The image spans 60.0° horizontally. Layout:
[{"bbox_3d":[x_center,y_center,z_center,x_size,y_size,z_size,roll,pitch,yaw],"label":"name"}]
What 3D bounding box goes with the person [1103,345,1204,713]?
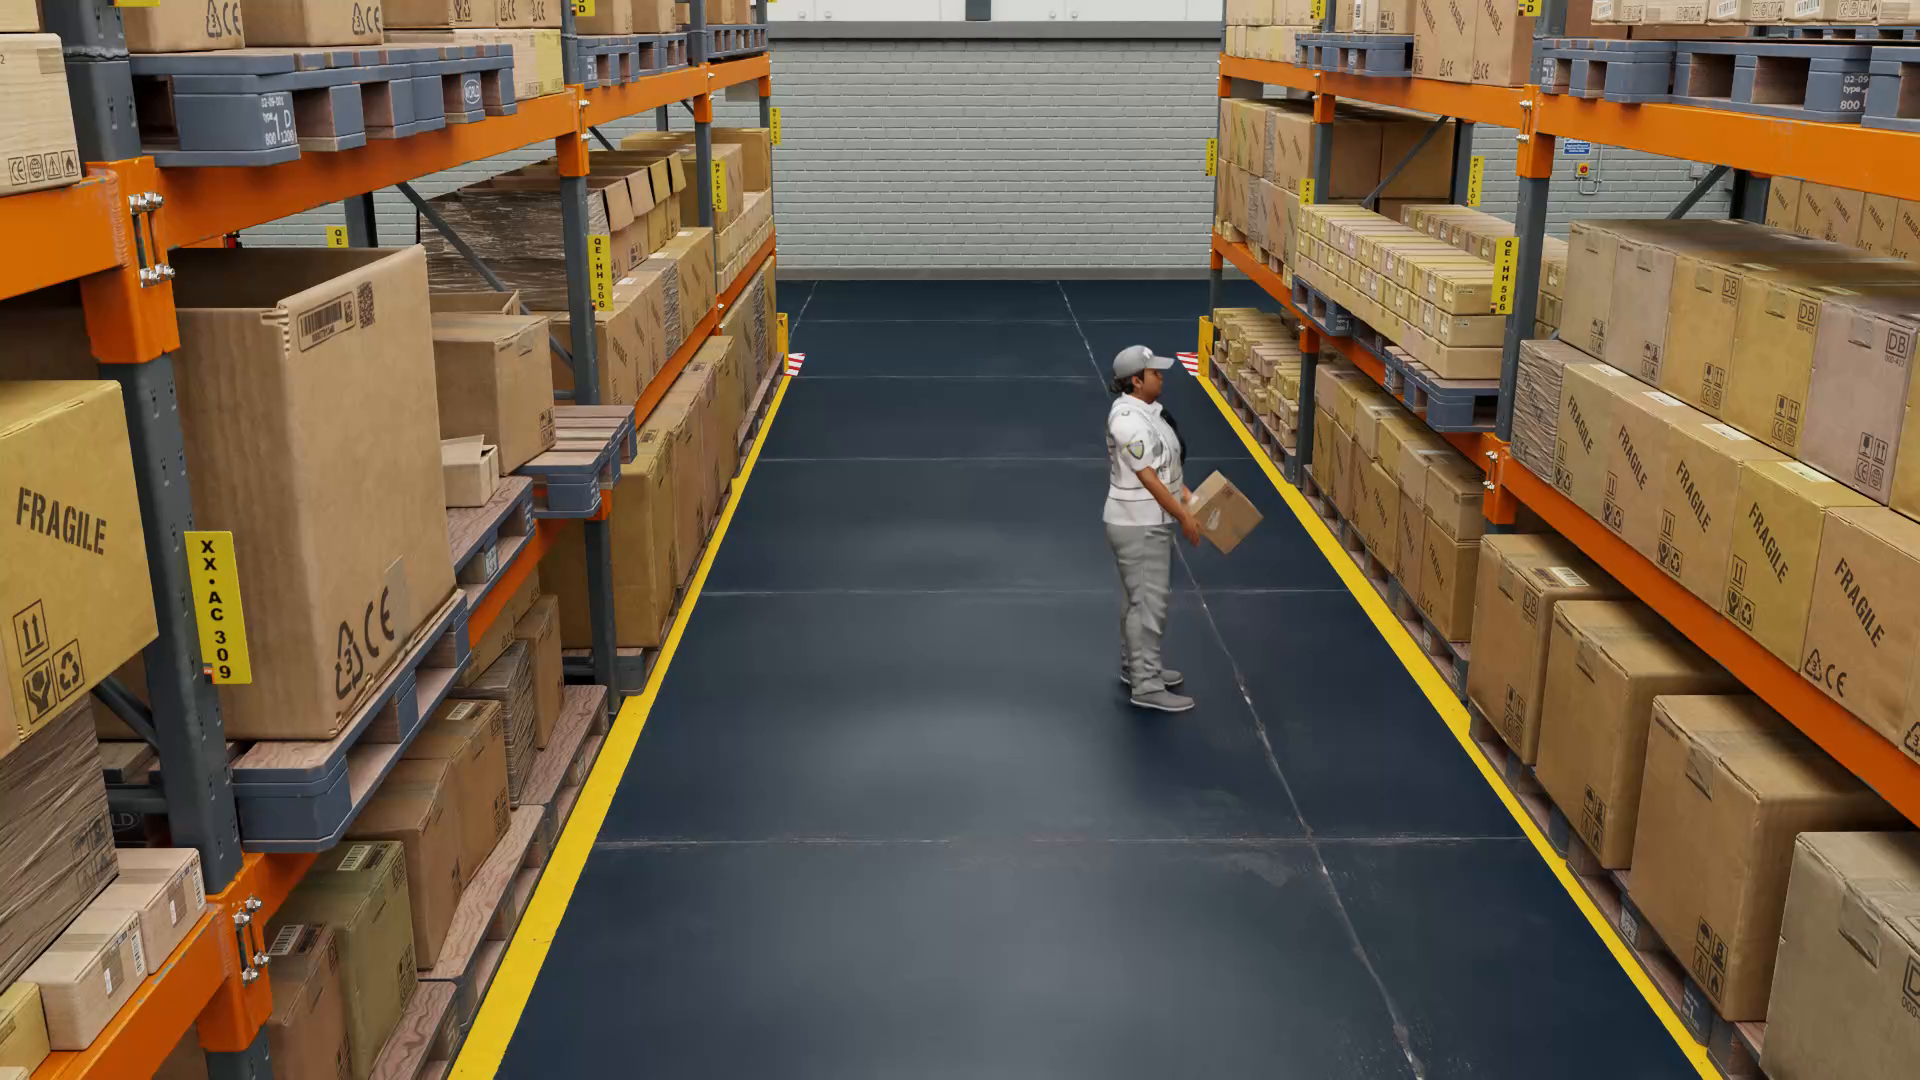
[{"bbox_3d":[0.911,-0.070,7.758,0.483,1.671,0.501,4,18,12],"label":"person"}]
